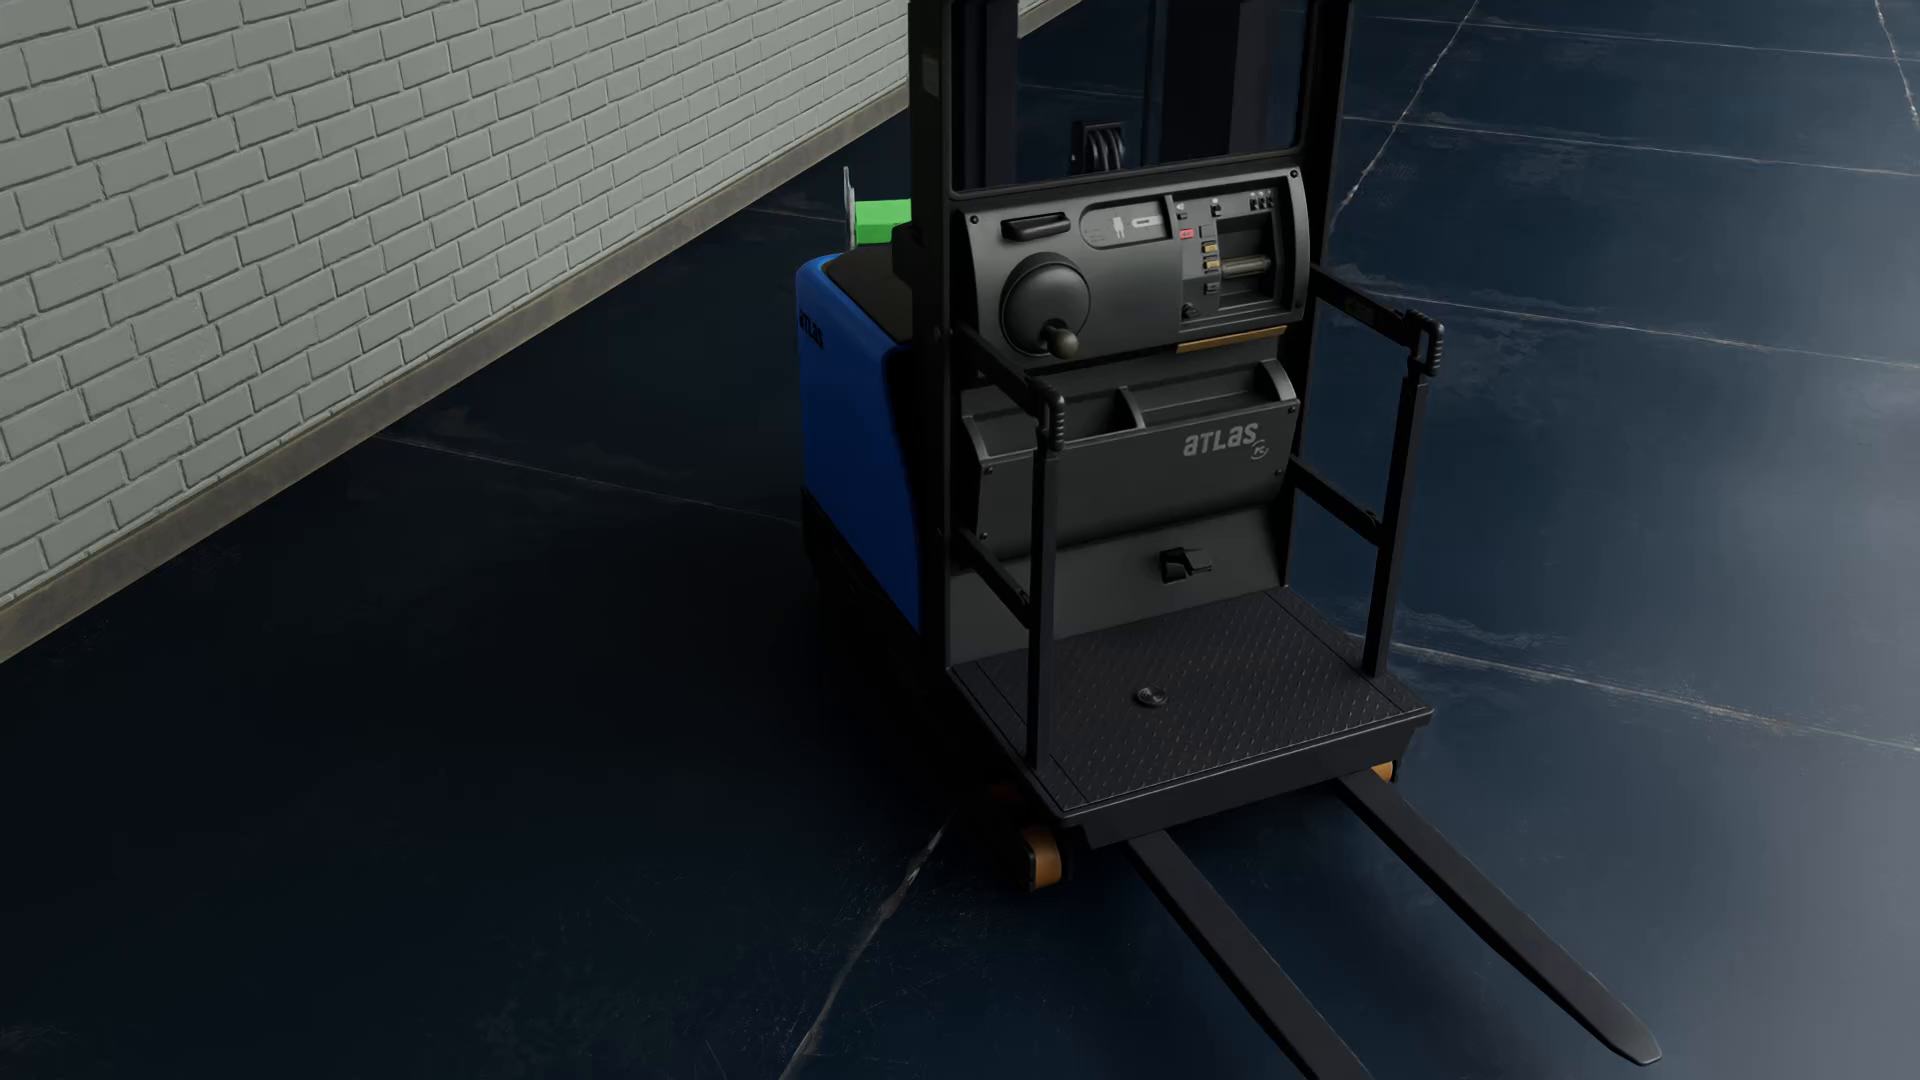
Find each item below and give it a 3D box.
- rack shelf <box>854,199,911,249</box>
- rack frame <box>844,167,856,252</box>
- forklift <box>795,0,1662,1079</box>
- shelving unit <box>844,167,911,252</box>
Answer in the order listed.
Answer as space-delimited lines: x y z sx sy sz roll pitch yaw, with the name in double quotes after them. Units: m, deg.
-0.119 -1.032 5.510 0.480 0.148 0.258 -4 30 -7 "rack shelf"
-0.361 -0.653 5.686 0.015 1.200 0.240 -4 30 -7 "rack frame"
0.534 -0.636 3.897 1.130 2.935 3.031 -12 32 -20 "forklift"
-0.119 -0.669 5.715 0.503 1.200 0.258 -4 30 -7 "shelving unit"
